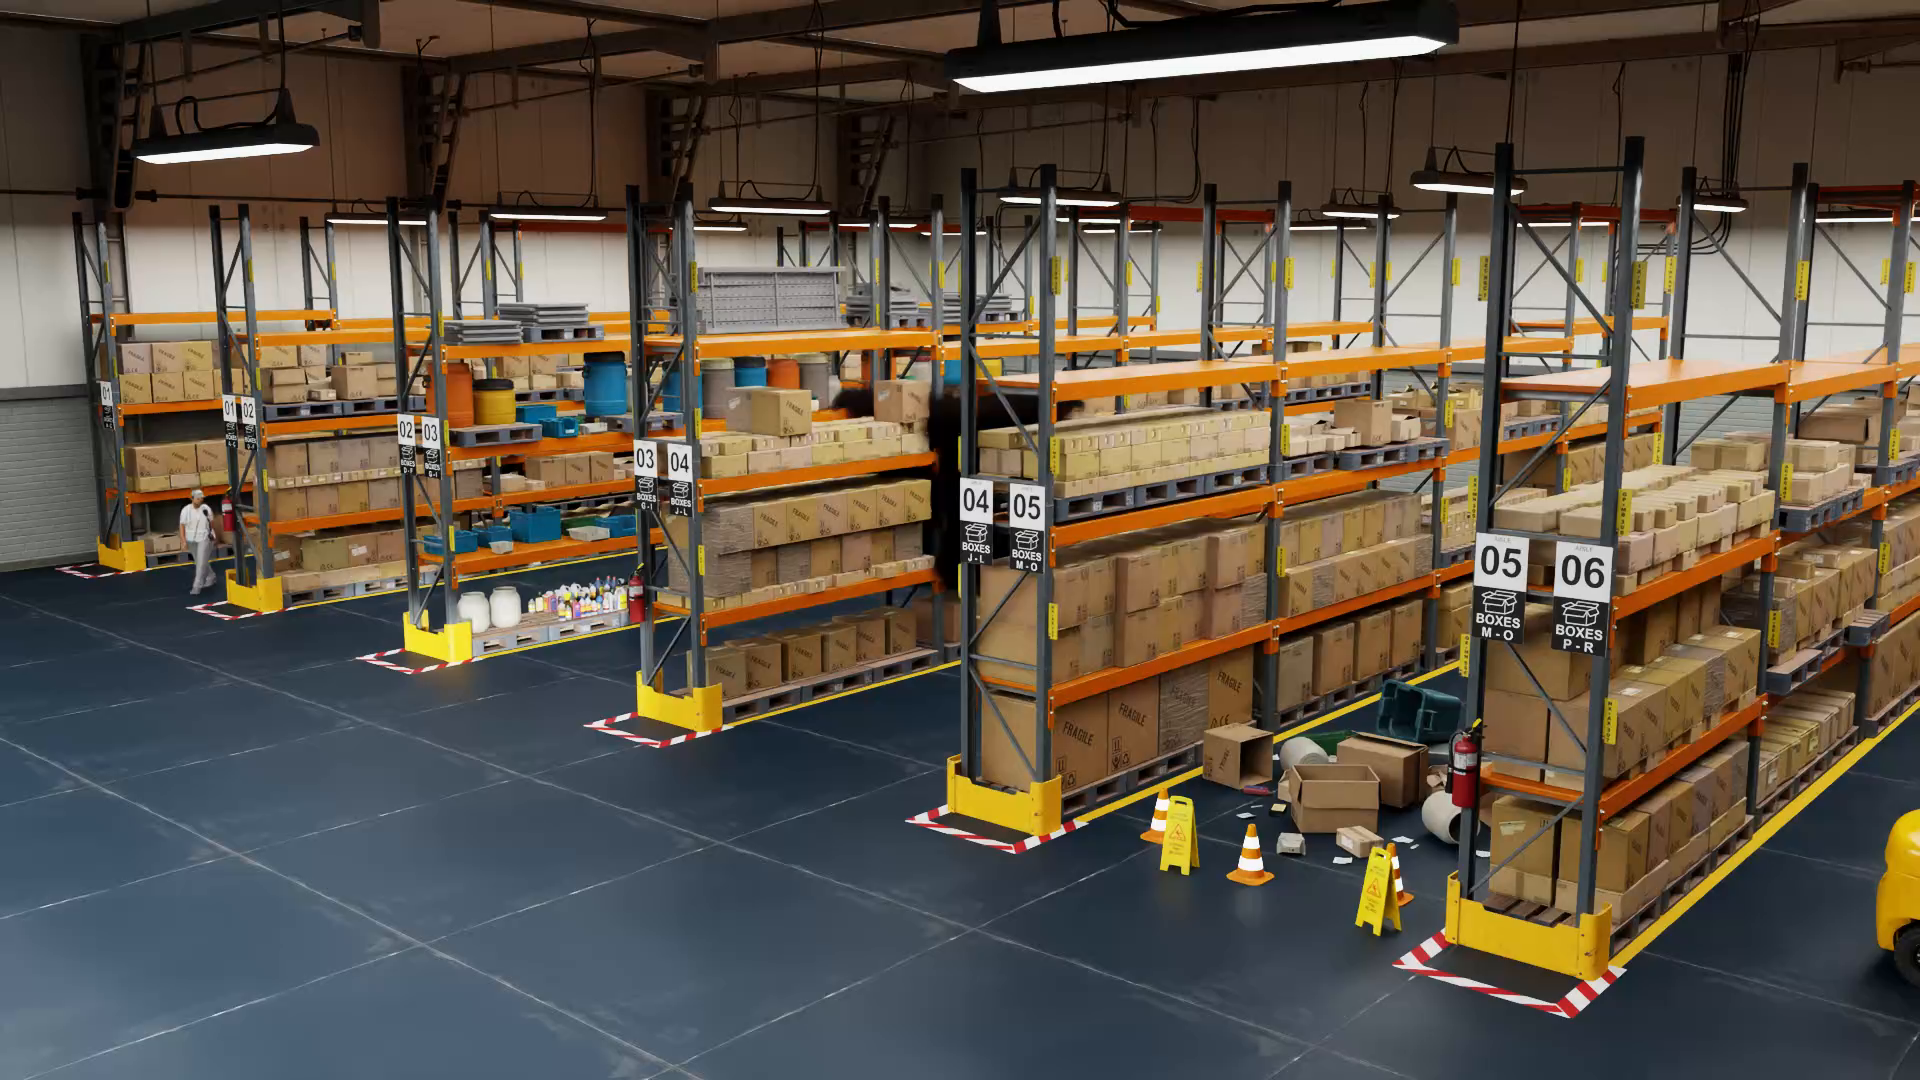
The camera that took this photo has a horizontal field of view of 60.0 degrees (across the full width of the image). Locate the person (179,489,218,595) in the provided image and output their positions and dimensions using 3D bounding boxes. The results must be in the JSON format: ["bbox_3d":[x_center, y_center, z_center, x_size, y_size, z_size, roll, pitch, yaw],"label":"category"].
[{"bbox_3d":[-12.037,0.003,26.293,0.480,1.612,0.970,2,10,10],"label":"person"}]
